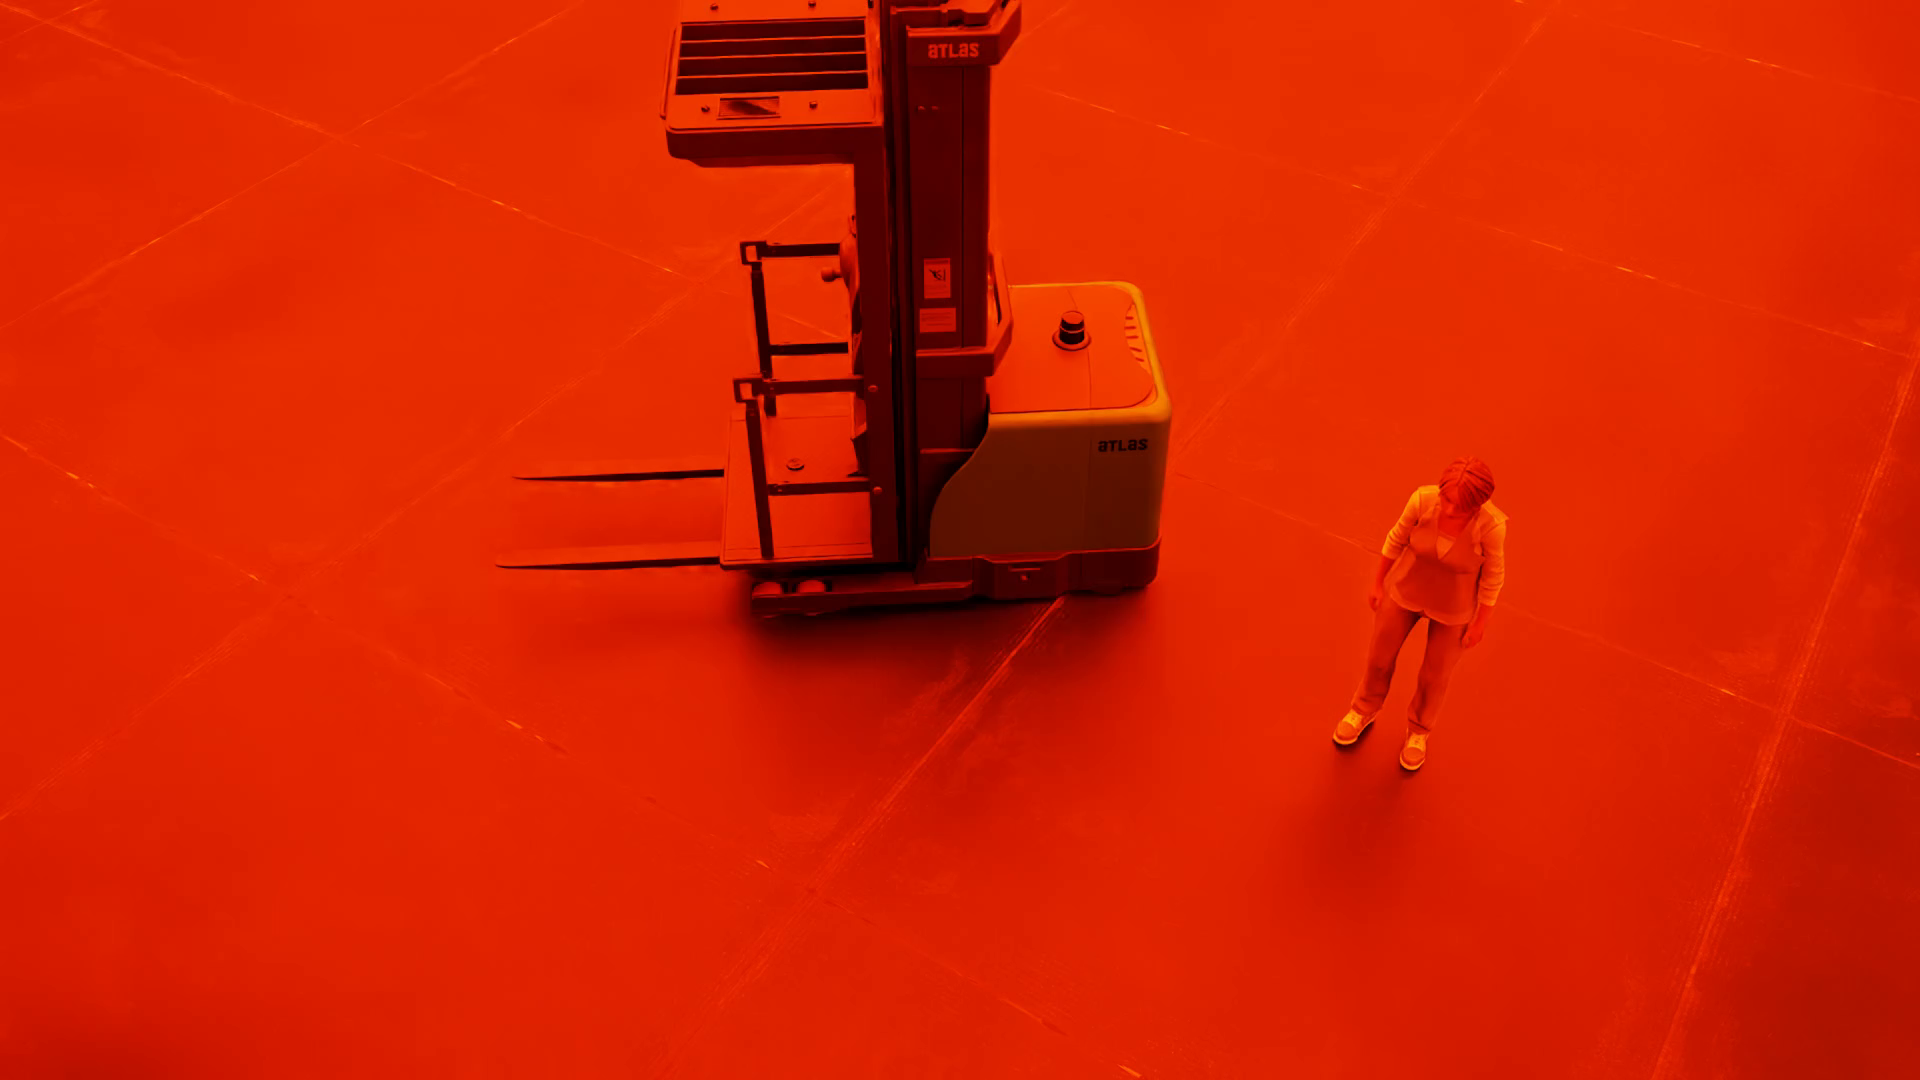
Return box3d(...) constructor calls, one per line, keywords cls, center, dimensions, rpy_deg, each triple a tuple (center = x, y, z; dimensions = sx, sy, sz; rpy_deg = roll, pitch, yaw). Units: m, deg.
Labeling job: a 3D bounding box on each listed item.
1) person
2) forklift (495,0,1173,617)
box3d(cls="person", center=(1.848, 0.261, 6.548), dimensions=(0.474, 1.592, 0.348), rpy_deg=(23, 48, 22))
box3d(cls="forklift", center=(-0.622, -1.089, 6.997), dimensions=(3.031, 2.935, 1.130), rpy_deg=(-3, 44, -3))
